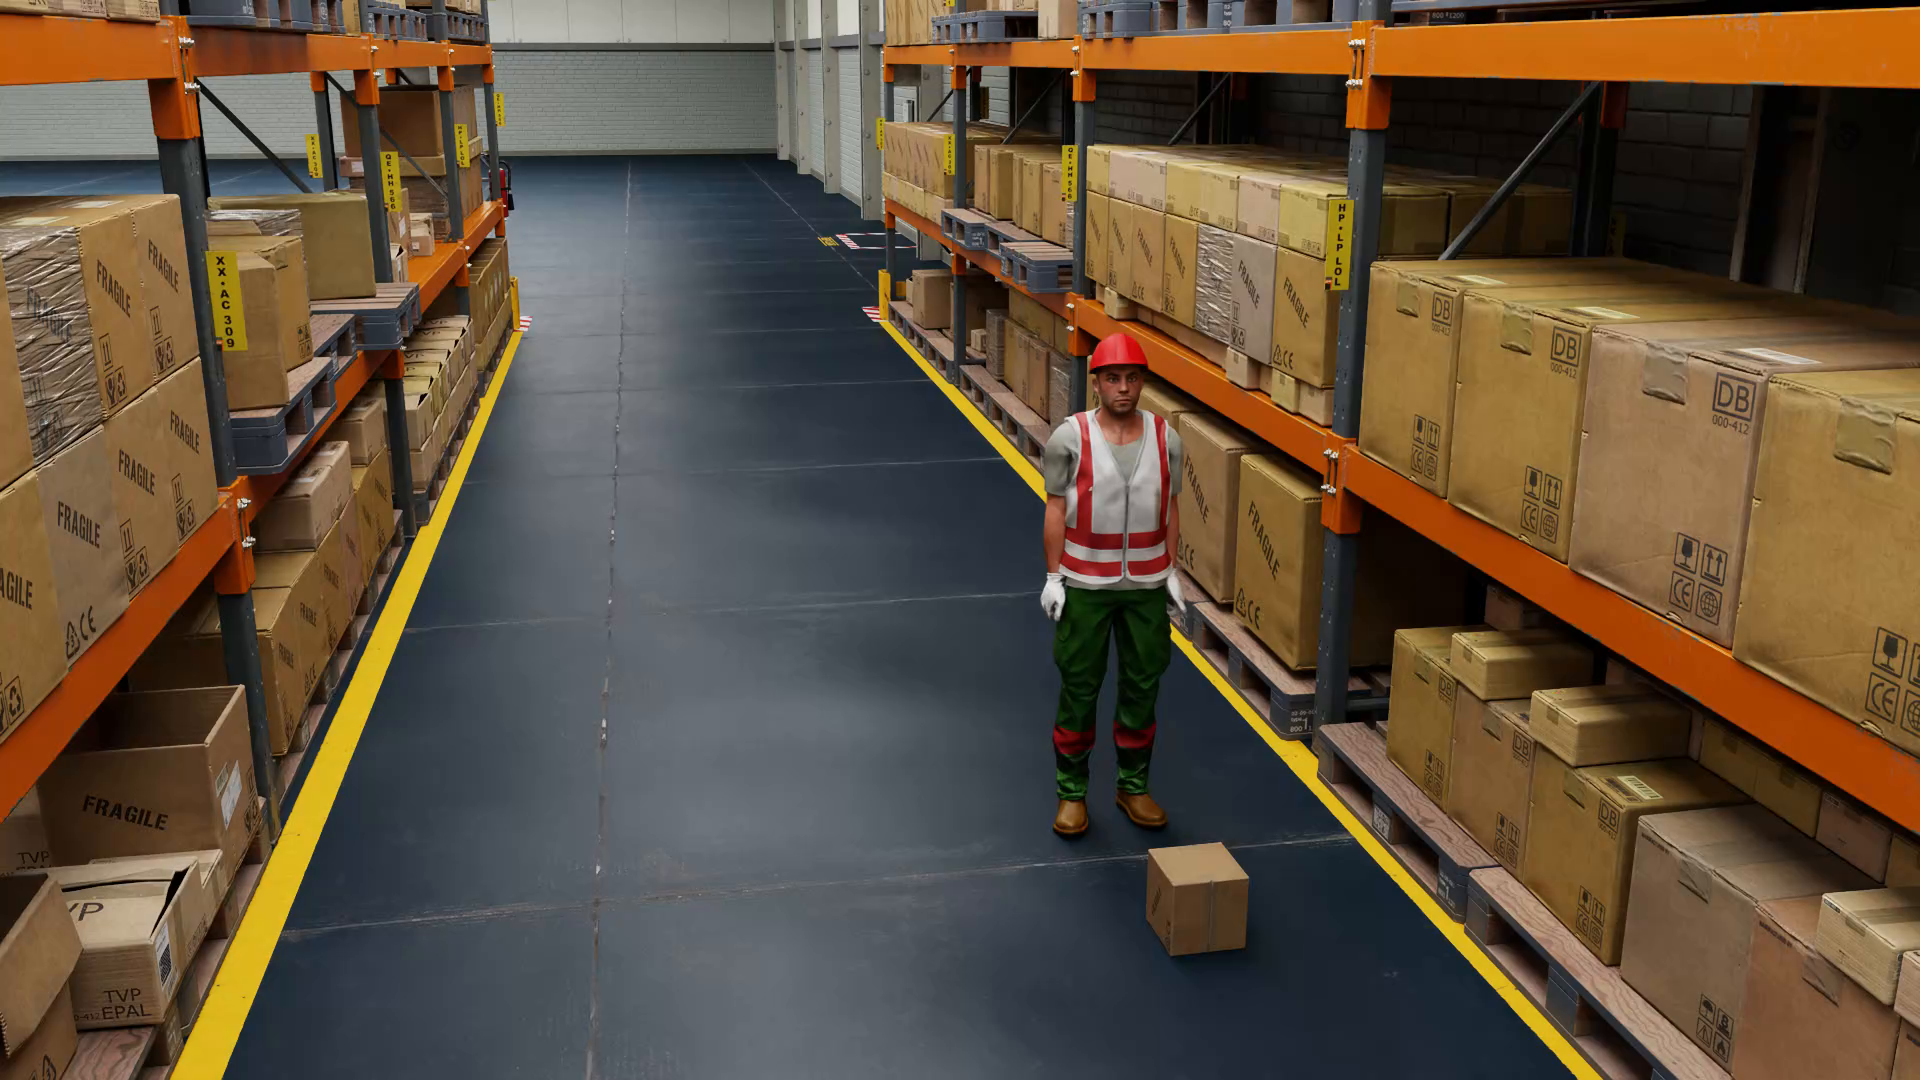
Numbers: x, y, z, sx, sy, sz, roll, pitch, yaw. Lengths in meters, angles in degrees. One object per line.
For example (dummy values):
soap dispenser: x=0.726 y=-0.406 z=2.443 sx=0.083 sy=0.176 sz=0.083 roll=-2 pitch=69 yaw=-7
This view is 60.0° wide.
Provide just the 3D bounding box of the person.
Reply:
person: x=0.552 y=0.162 z=5.929 sx=0.528 sy=1.794 sz=0.386 roll=-3 pitch=16 yaw=-10
